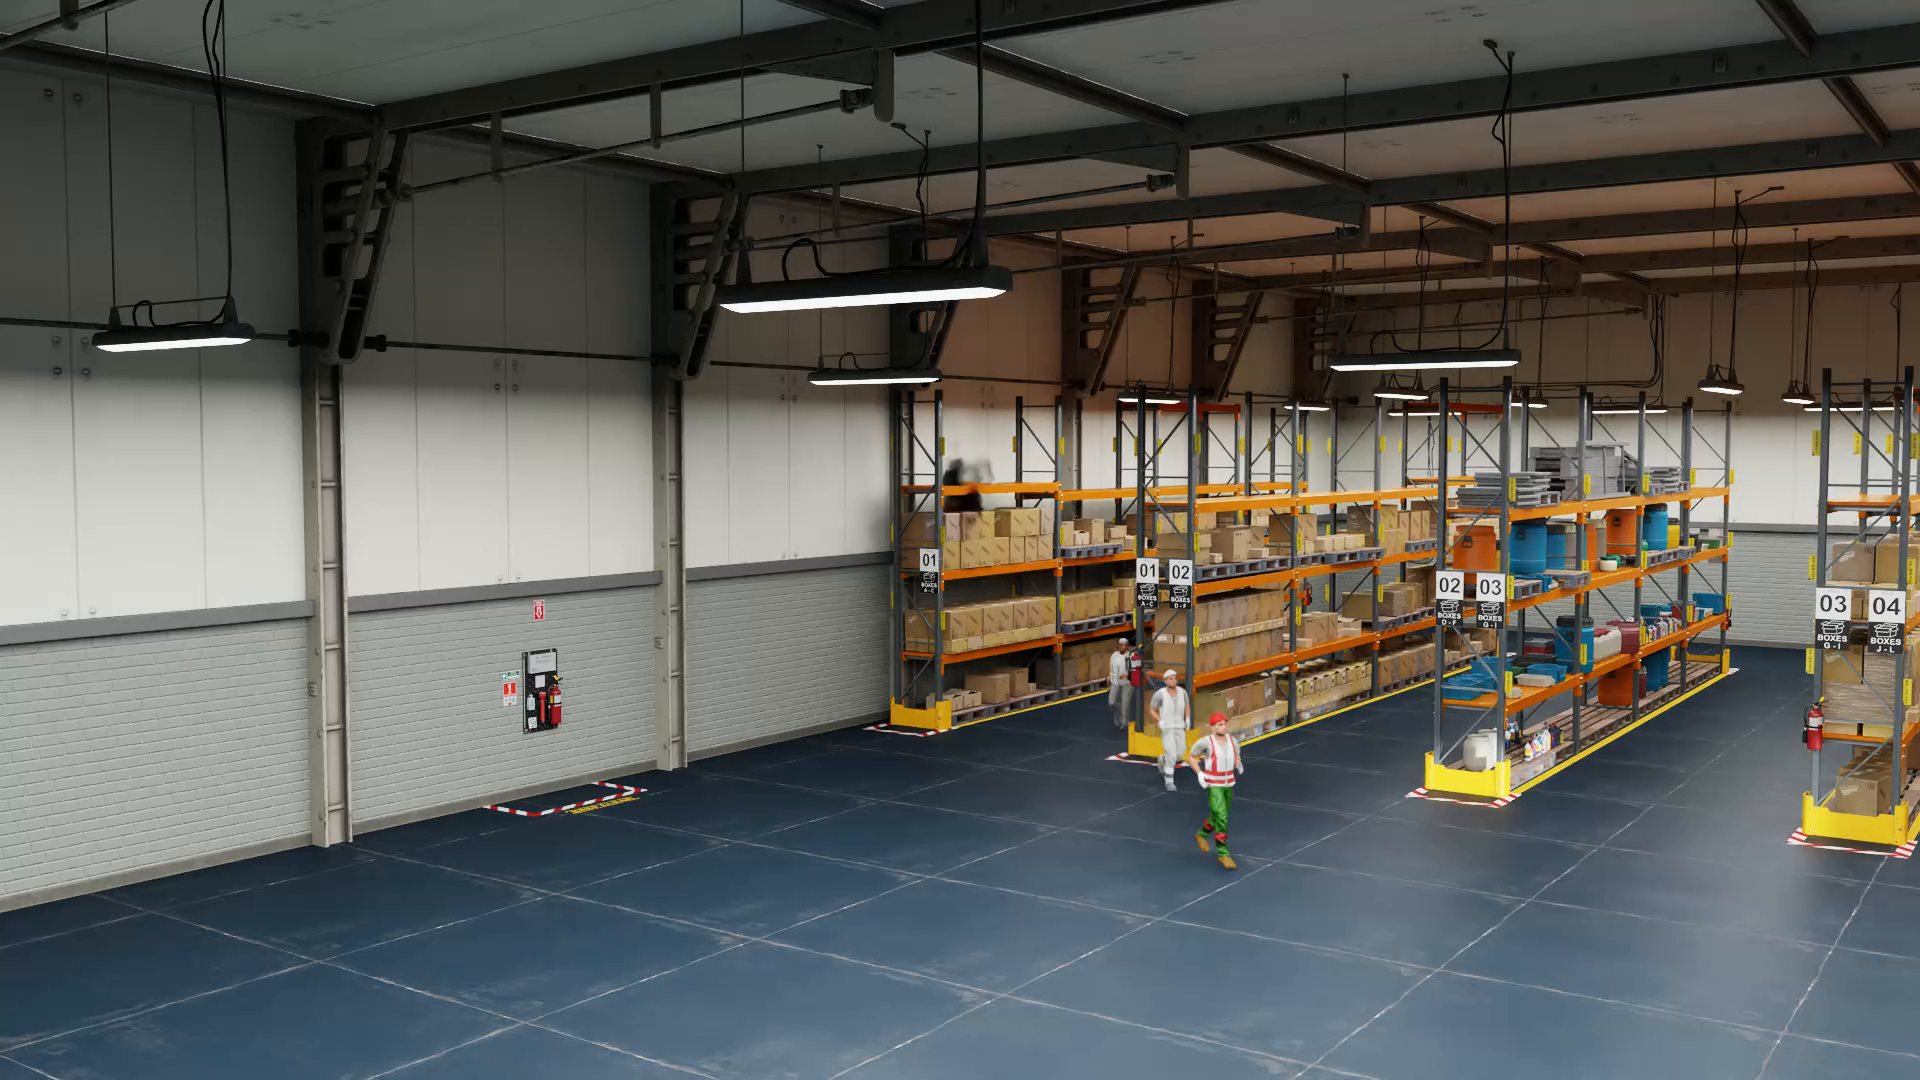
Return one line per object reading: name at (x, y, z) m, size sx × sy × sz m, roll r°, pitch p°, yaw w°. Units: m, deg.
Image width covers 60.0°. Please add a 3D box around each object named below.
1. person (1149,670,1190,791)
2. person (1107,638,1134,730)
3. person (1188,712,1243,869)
person at (3.071, 2.761, 24.376) m, size 0.673 × 1.761 × 0.683 m, roll -1°, pitch 3°, yaw -19°
person at (2.837, 2.544, 29.294) m, size 0.606 × 1.608 × 0.556 m, roll 1°, pitch 4°, yaw 24°
person at (3.097, 2.955, 19.967) m, size 0.641 × 1.796 × 0.900 m, roll -2°, pitch 4°, yaw -28°
